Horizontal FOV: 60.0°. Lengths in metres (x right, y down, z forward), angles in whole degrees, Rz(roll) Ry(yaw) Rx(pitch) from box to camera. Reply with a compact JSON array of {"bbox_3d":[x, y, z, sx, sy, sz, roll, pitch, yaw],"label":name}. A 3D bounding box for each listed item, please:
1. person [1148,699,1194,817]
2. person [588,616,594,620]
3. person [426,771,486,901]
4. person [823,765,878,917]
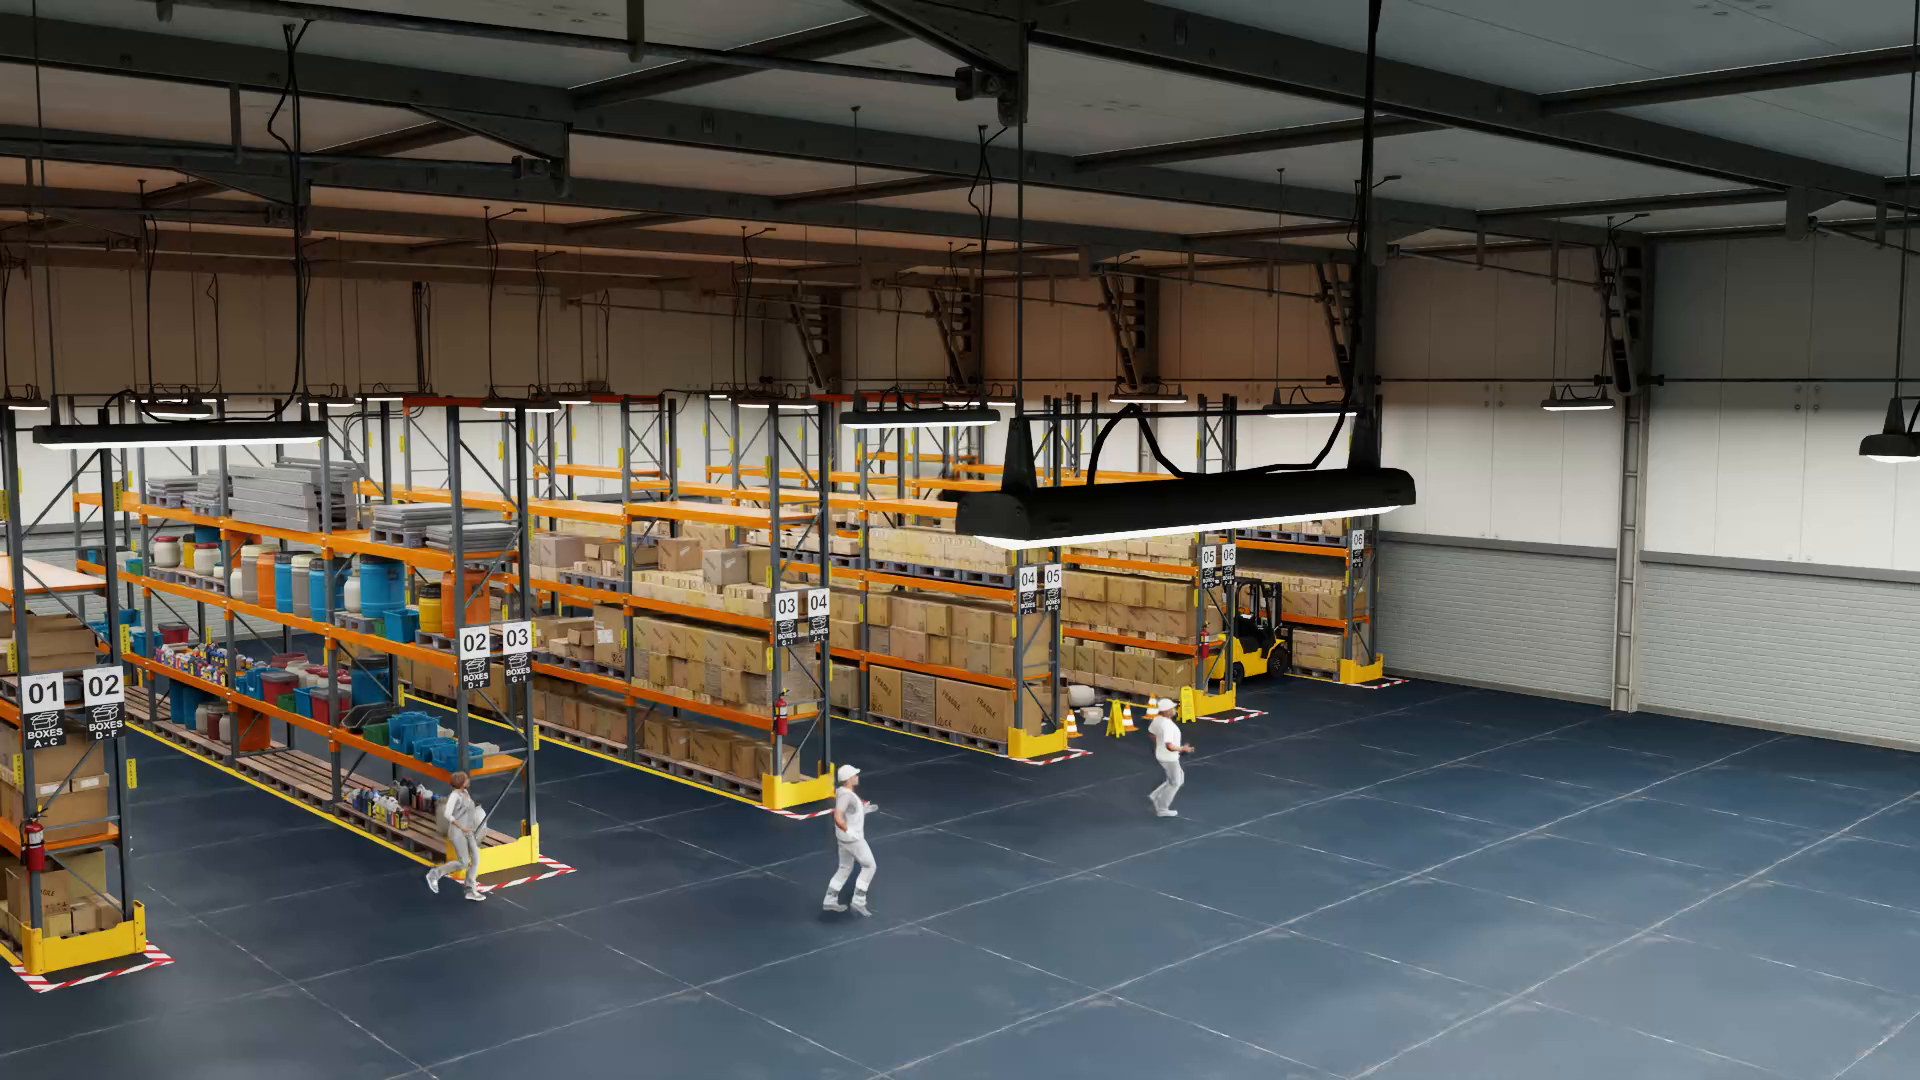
[{"bbox_3d":[3.052,3.141,24.064,0.585,1.721,0.691,-1,6,-7],"label":"person"},{"bbox_3d":[-7.610,2.148,35.011,0.630,1.617,0.586,-5,7,-40],"label":"person"},{"bbox_3d":[-6.124,3.600,20.344,0.724,1.545,0.605,0,6,2],"label":"person"},{"bbox_3d":[-1.270,3.554,19.607,0.709,1.832,0.634,-2,6,-20],"label":"person"}]
